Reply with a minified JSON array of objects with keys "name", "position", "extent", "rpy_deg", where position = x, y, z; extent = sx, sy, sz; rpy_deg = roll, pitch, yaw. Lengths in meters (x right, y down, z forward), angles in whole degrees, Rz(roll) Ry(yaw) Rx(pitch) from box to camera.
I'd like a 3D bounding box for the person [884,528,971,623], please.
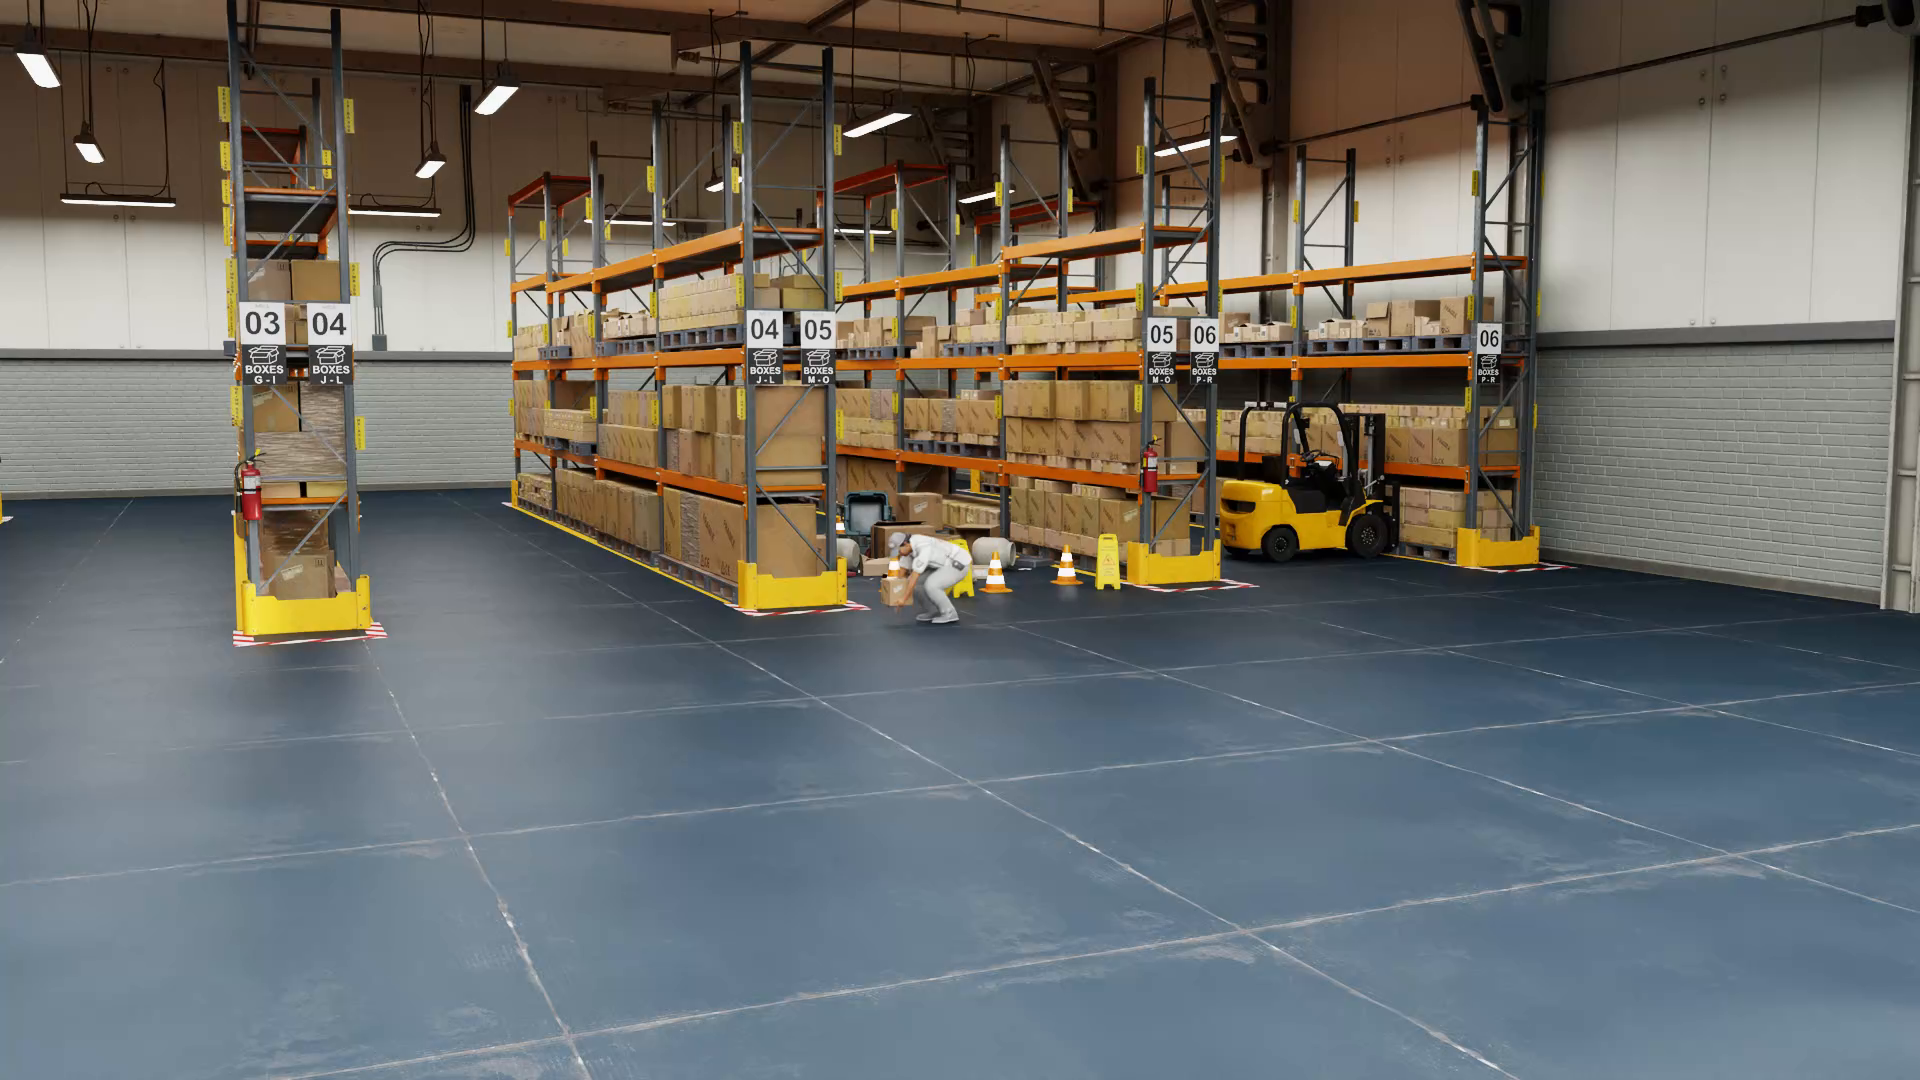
[{"name":"person","position":[-0.342,0.354,16.939],"extent":[0.937,0.974,0.512],"rpy_deg":[-3,6,-26]}]
